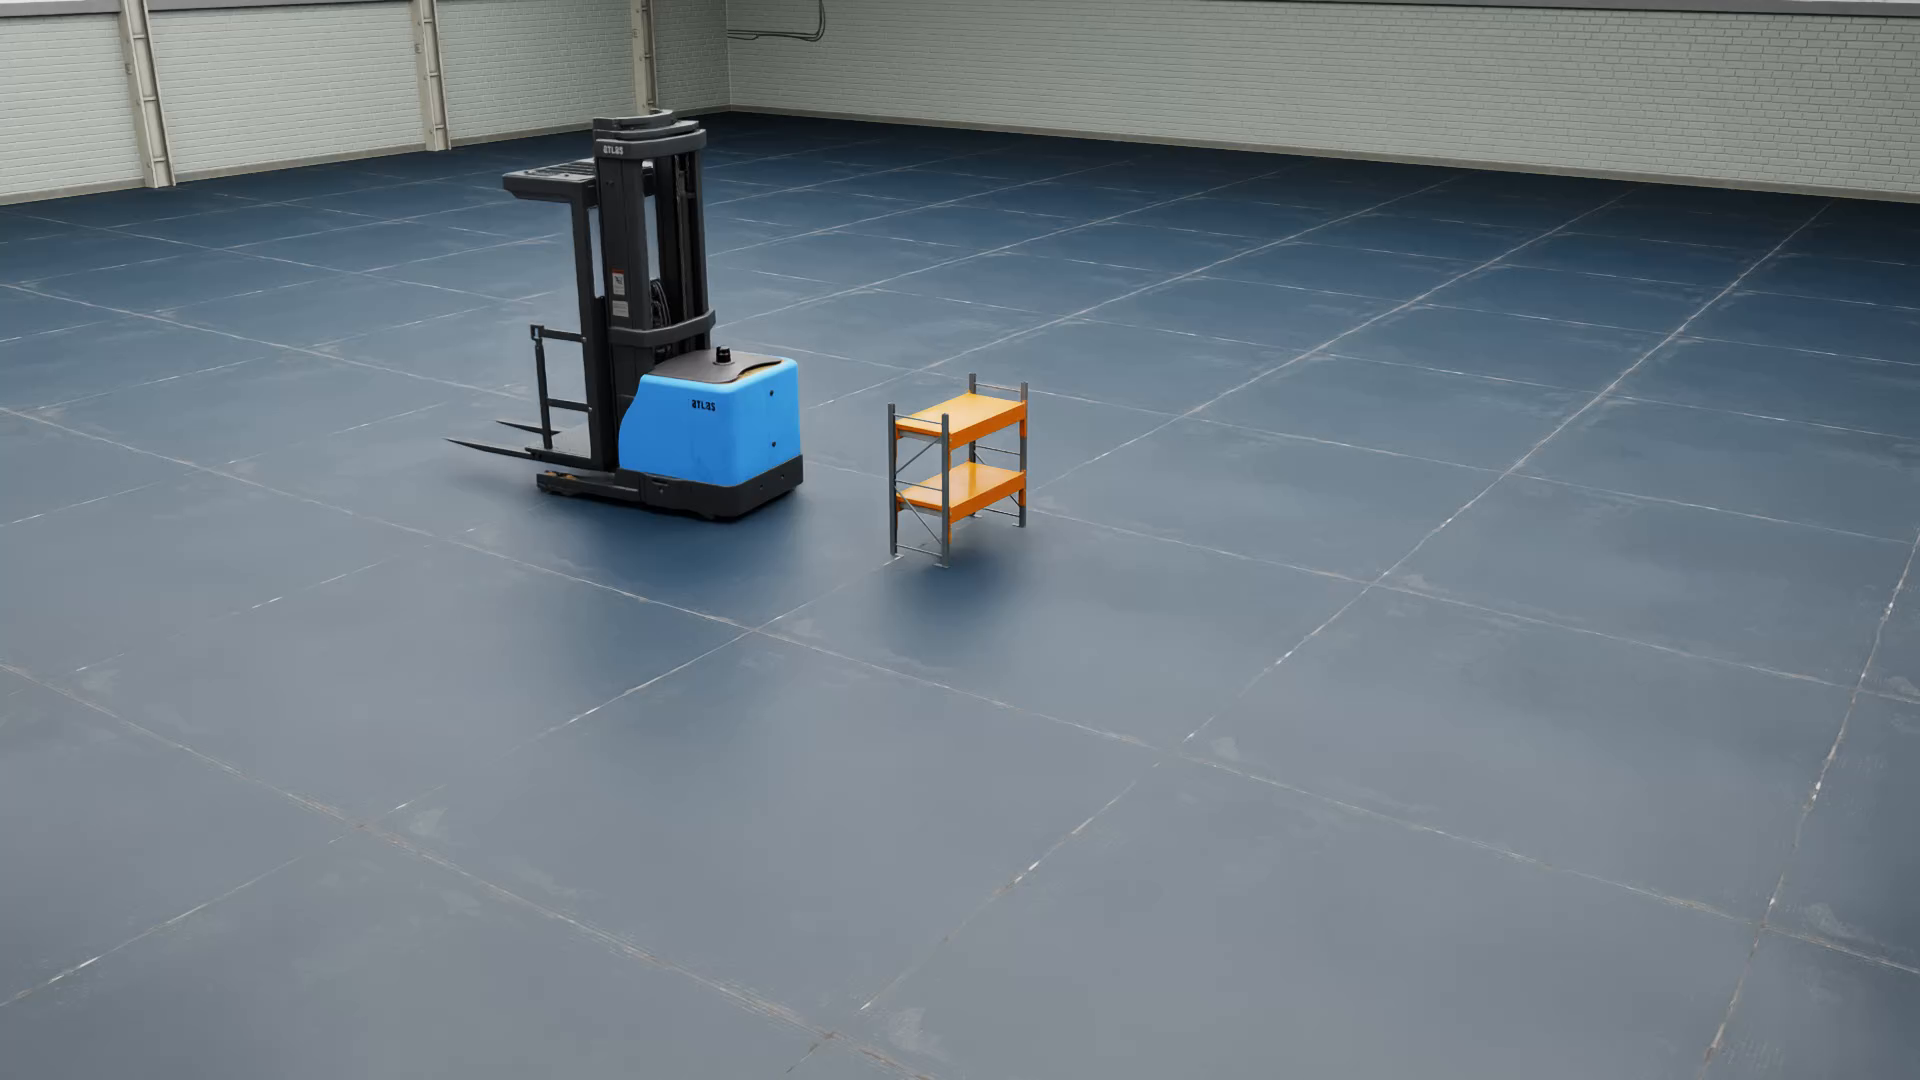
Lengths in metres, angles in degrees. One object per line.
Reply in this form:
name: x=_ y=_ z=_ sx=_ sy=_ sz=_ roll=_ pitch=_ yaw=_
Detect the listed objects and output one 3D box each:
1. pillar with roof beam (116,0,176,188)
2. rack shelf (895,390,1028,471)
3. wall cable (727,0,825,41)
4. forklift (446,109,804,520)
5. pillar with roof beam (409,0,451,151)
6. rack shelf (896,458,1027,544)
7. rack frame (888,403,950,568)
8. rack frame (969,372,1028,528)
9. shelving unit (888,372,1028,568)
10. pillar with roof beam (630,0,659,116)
pillar with roof beam: x=-10.339 y=-9.539 z=25.081 sx=9.100 sy=9.000 sz=0.400 roll=13 pitch=24 yaw=32
rack shelf: x=-0.004 y=-0.800 z=11.963 sx=0.538 sy=0.278 sz=1.000 roll=13 pitch=24 yaw=32
wall cable: x=-4.404 y=-12.952 z=38.786 sx=3.097 sy=2.526 sz=0.112 roll=13 pitch=24 yaw=32
forklift: x=-2.803 y=-1.871 z=13.100 sx=3.031 sy=2.935 sz=1.130 roll=10 pitch=23 yaw=26
pillar with roof beam: x=-6.966 y=-11.260 z=29.735 sx=9.100 sy=9.000 sz=0.400 roll=13 pitch=24 yaw=32
rack shelf: x=-0.004 y=-0.296 z=12.149 sx=0.538 sy=0.278 sz=1.000 roll=13 pitch=24 yaw=32
rack frame: x=-0.290 y=-0.380 z=11.670 sx=0.500 sy=1.125 sz=0.032 roll=13 pitch=24 yaw=32
rack frame: x=0.282 y=-0.671 z=12.459 sx=0.500 sy=1.125 sz=0.032 roll=13 pitch=24 yaw=32
shelving unit: x=-0.004 y=-0.526 z=12.065 sx=0.538 sy=1.125 sz=1.048 roll=13 pitch=24 yaw=32
pillar with roof beam: x=-3.593 y=-12.982 z=34.389 sx=9.100 sy=9.000 sz=0.400 roll=13 pitch=24 yaw=32
